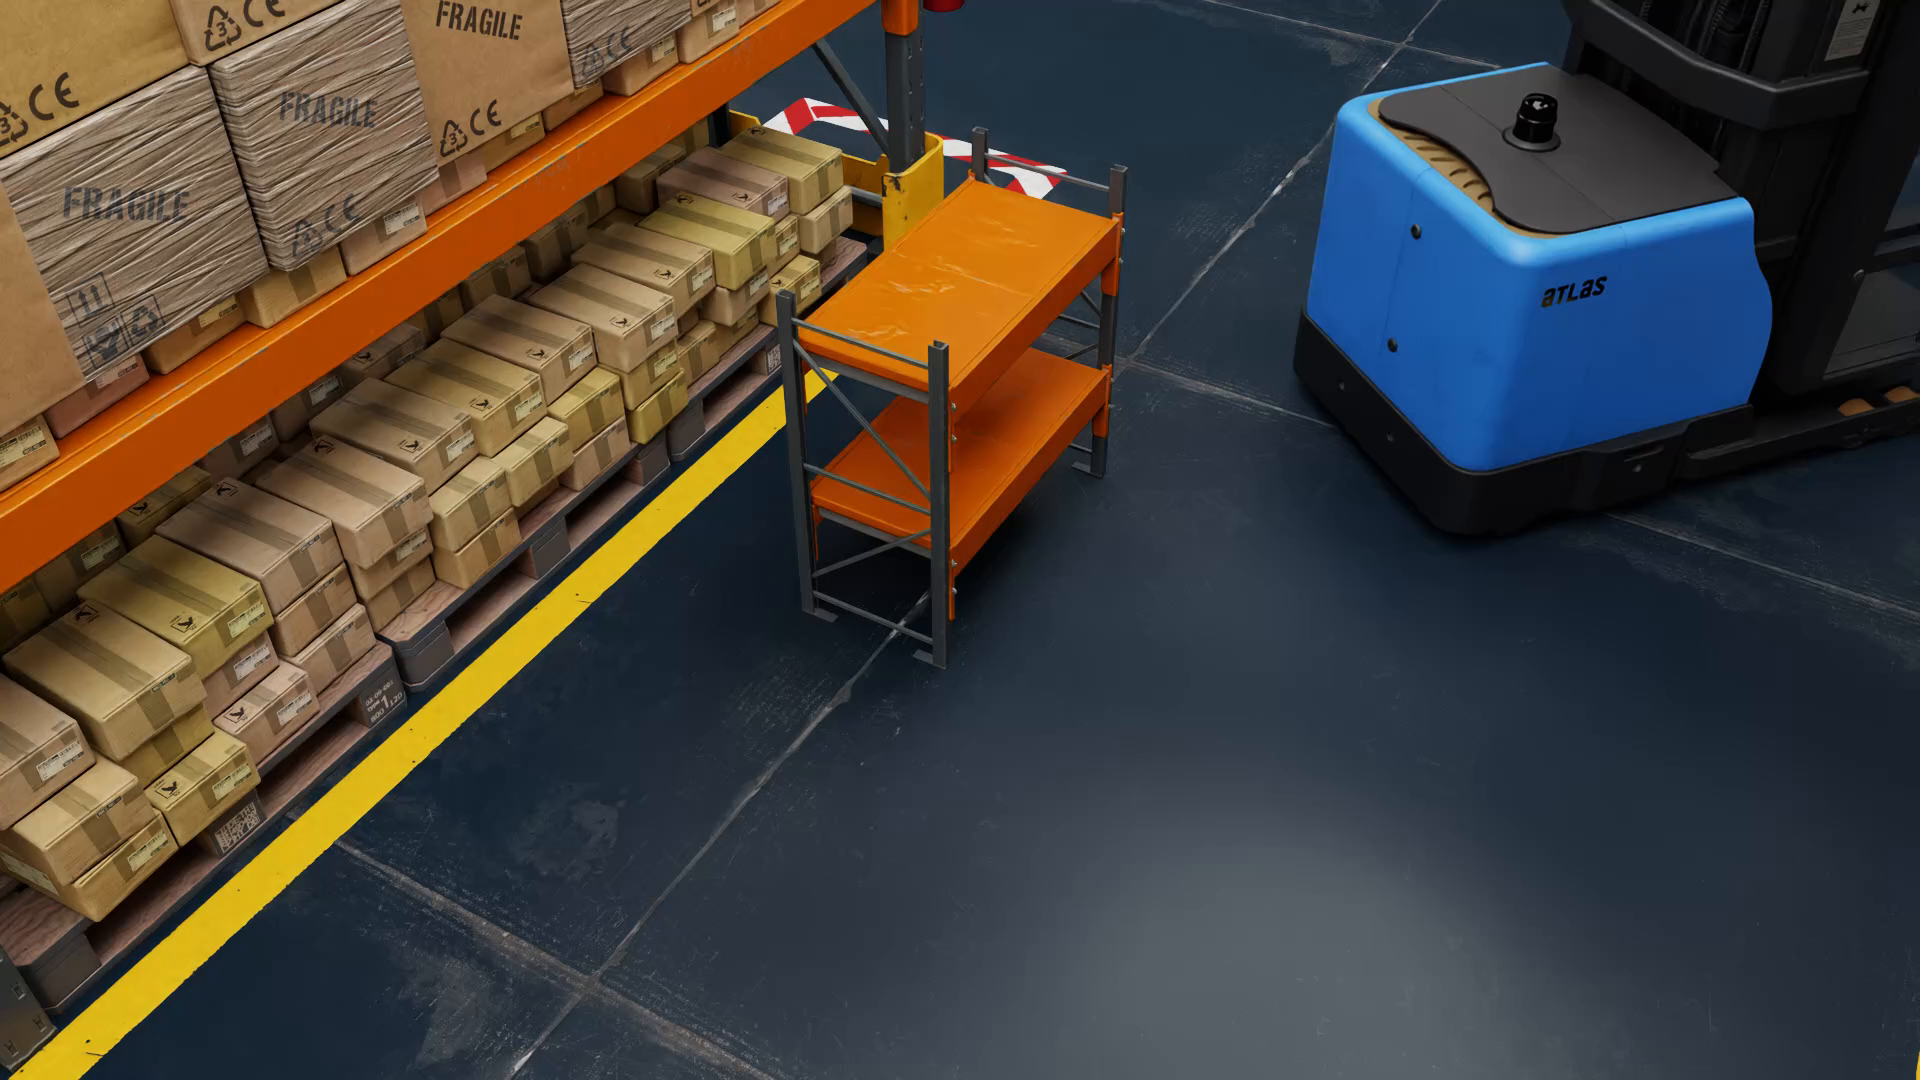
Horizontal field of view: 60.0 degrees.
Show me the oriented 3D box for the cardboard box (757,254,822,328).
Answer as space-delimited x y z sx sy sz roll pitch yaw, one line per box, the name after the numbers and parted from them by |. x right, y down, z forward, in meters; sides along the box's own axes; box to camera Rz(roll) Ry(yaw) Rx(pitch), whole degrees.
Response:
-0.716 -0.918 5.863 0.380 0.149 0.250 22 46 23 | cardboard box

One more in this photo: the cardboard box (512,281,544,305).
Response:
-1.581 -0.765 5.463 0.380 0.149 0.250 19 45 20 | cardboard box

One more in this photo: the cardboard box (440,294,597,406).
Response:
-1.331 -0.577 5.025 0.380 0.149 0.250 19 45 21 | cardboard box

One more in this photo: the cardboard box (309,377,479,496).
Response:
-1.595 -0.290 4.699 0.380 0.149 0.250 19 45 20 | cardboard box

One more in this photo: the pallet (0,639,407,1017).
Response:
-2.288 0.558 4.457 1.003 0.211 1.213 21 45 22 | pallet

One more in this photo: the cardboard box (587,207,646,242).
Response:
-1.308 -1.059 5.797 0.380 0.149 0.250 21 46 23 | cardboard box

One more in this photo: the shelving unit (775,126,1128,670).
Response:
0.003 -0.426 4.883 0.538 1.125 1.048 21 45 22 | shelving unit

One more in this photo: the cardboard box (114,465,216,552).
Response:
-2.231 -0.120 4.506 0.380 0.149 0.250 22 46 23 | cardboard box

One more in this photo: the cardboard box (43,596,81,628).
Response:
-2.467 0.104 4.476 0.380 0.149 0.250 19 45 21 | cardboard box

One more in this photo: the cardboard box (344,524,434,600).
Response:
-1.700 -0.023 4.620 0.380 0.149 0.250 23 46 24 | cardboard box

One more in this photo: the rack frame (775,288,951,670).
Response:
-0.251 -0.135 4.552 0.500 1.125 0.032 21 45 22 | rack frame

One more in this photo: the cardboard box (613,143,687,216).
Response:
-1.182 -1.308 5.854 0.380 0.149 0.250 22 46 23 | cardboard box

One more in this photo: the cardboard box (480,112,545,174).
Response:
-1.350 -1.142 4.467 0.380 0.149 0.250 22 46 23 | cardboard box

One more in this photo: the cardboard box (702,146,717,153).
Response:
-1.076 -1.366 6.146 0.380 0.149 0.250 23 46 24 | cardboard box

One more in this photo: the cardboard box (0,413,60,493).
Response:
-2.103 -0.225 3.426 0.380 0.149 0.250 22 46 23 | cardboard box

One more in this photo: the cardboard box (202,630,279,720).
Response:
-1.995 0.280 4.276 0.380 0.149 0.250 21 45 22 | cardboard box

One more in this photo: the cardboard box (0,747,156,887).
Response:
-2.135 0.606 3.906 0.380 0.149 0.250 23 46 24 | cardboard box

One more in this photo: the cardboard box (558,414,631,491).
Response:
-1.262 -0.334 5.199 0.380 0.149 0.250 22 46 23 | cardboard box

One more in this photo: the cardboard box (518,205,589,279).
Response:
-1.471 -1.037 5.547 0.380 0.149 0.250 19 45 20 | cardboard box

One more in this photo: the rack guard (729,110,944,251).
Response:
-0.630 -1.400 6.462 1.175 0.500 0.348 21 45 22 | rack guard

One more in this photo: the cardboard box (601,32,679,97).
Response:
-1.044 -1.434 4.799 0.380 0.149 0.250 19 45 20 | cardboard box

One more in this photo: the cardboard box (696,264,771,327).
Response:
-0.867 -0.887 5.601 0.380 0.149 0.250 19 45 20 | cardboard box

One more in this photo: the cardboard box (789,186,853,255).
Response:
-0.609 -1.185 5.940 0.380 0.149 0.250 20 45 21 | cardboard box

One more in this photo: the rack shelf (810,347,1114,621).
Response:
0.003 -0.243 5.044 0.538 0.278 1.000 21 45 22 | rack shelf

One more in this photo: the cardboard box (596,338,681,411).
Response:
-1.115 -0.586 5.260 0.380 0.149 0.250 22 46 23 | cardboard box

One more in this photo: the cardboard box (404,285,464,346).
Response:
-1.789 -0.746 5.216 0.380 0.149 0.250 22 46 23 | cardboard box

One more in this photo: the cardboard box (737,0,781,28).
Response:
-0.780 -1.729 5.134 0.380 0.149 0.250 20 45 22 | cardboard box

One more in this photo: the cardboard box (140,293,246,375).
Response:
-1.874 -0.548 3.793 0.380 0.149 0.250 19 45 20 | cardboard box

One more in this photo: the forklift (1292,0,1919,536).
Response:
2.736 -1.721 4.987 3.031 2.935 1.130 -14 43 -15 | forklift

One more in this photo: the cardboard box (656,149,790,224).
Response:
-0.813 -1.181 5.711 0.380 0.149 0.250 22 46 23 | cardboard box

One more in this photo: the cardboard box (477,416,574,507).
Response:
-1.373 -0.279 4.911 0.380 0.149 0.250 21 46 22 | cardboard box

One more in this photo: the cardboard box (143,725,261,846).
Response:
-2.000 0.565 4.178 0.380 0.149 0.250 22 46 23 | cardboard box

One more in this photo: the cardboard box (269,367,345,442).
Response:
-2.052 -0.464 4.897 0.380 0.149 0.250 19 45 21 | cardboard box

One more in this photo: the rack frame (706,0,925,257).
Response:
-0.592 -2.382 5.685 1.000 3.000 0.127 21 45 22 | rack frame

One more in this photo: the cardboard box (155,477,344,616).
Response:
-1.858 0.012 4.356 0.380 0.149 0.250 20 45 21 | cardboard box

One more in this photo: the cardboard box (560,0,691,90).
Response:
-1.101 -1.602 4.499 0.500 0.500 0.500 21 46 22 | cardboard box

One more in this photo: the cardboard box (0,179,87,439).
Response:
-2.127 -0.442 3.182 0.500 0.500 0.500 20 45 21 | cardboard box

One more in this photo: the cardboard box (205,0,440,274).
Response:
-1.603 -1.004 3.820 0.500 0.500 0.500 20 45 21 | cardboard box

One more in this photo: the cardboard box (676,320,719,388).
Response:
-1.035 -0.650 5.558 0.380 0.149 0.250 21 46 22 | cardboard box

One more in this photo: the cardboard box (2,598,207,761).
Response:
-2.052 0.330 3.995 0.380 0.149 0.250 23 46 24 | cardboard box

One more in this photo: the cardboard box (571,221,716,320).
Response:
-1.017 -0.864 5.350 0.380 0.149 0.250 19 45 20 | cardboard box

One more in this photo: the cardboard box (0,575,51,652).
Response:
-2.547 0.147 4.202 0.380 0.149 0.250 21 46 23 | cardboard box

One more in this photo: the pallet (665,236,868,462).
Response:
-1.067 -0.838 6.042 1.003 0.211 1.213 21 45 22 | pallet

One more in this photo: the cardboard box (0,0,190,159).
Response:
-1.910 -1.096 3.168 0.500 0.500 0.500 20 45 21 | cardboard box

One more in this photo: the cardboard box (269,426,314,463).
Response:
-1.995 -0.306 4.942 0.380 0.149 0.250 19 45 20 | cardboard box

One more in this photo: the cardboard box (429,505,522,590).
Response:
-1.519 -0.038 4.863 0.380 0.149 0.250 20 45 21 | cardboard box

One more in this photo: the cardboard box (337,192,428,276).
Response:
-1.551 -0.822 4.104 0.380 0.149 0.250 23 46 24 | cardboard box

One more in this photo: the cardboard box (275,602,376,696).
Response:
-1.837 0.244 4.543 0.380 0.149 0.250 20 45 21 | cardboard box
